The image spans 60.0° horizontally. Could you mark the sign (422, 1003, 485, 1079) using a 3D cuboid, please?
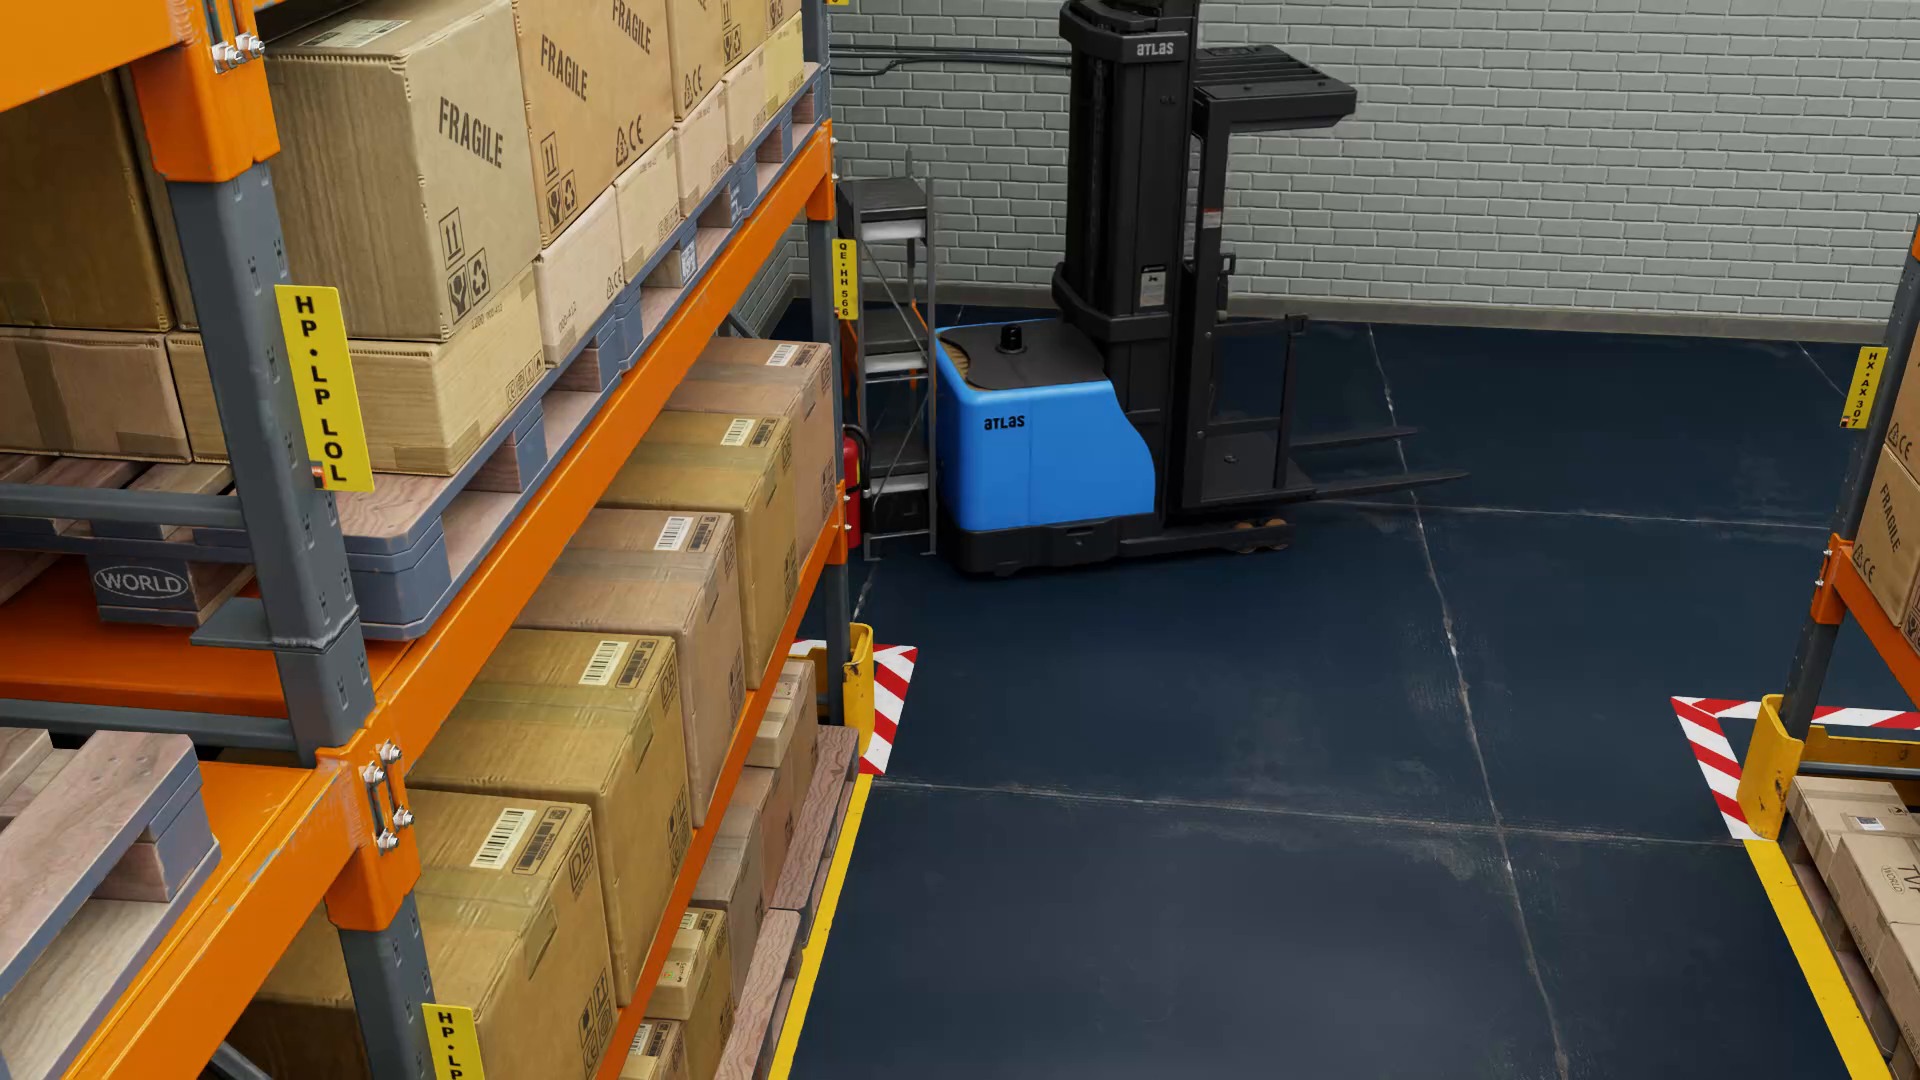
[{"bbox_3d":[-0.939,0.993,3.108,0.100,0.325,0.005,3,28,6],"label":"sign"}]

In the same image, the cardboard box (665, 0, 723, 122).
[{"bbox_3d":[-0.935,-1.414,4.370,0.500,0.500,0.500,2,28,4],"label":"cardboard box"}]

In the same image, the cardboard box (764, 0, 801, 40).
[{"bbox_3d":[-0.808,-1.895,5.262,0.500,0.500,0.500,3,28,6],"label":"cardboard box"}]

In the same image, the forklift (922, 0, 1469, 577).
[{"bbox_3d":[1.355,-1.452,8.855,3.031,2.935,1.130,-7,29,-12],"label":"forklift"}]

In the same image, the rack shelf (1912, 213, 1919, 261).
[{"bbox_3d":[3.683,-0.219,4.089,1.077,0.370,4.000,3,28,6],"label":"rack shelf"}]

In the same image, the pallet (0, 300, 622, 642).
[{"bbox_3d":[-1.368,-0.225,3.437,1.003,0.211,1.213,3,28,6],"label":"pallet"}]

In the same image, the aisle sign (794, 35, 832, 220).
[{"bbox_3d":[-0.682,-1.603,6.322,0.394,0.787,0.004,3,28,6],"label":"aisle sign"}]

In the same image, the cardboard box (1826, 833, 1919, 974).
[{"bbox_3d":[3.519,1.335,6.044,0.500,0.250,0.500,3,28,6],"label":"cardboard box"}]

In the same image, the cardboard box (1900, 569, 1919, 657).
[{"bbox_3d":[3.554,0.236,5.543,0.500,0.500,0.500,3,28,6],"label":"cardboard box"}]

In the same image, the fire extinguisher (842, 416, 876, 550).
[{"bbox_3d":[-0.512,-0.288,7.097,0.296,0.674,0.183,3,28,6],"label":"fire extinguisher"}]

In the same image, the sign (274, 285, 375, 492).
[{"bbox_3d":[-0.939,-0.219,2.455,0.100,0.325,0.005,3,28,6],"label":"sign"}]

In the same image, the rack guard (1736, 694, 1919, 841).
[{"bbox_3d":[3.919,0.980,6.904,1.175,0.500,0.348,3,28,6],"label":"rack guard"}]

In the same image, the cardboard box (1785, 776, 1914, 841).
[{"bbox_3d":[3.536,1.082,6.620,0.380,0.149,0.250,3,28,6],"label":"cardboard box"}]

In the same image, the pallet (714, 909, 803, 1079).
[{"bbox_3d":[-1.161,1.739,5.800,1.003,0.211,1.213,3,28,6],"label":"pallet"}]

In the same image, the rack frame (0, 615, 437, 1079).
[{"bbox_3d":[-1.479,1.441,3.413,1.000,3.000,0.127,3,28,6],"label":"rack frame"}]

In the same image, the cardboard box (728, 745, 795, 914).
[{"bbox_3d":[-1.037,1.044,6.342,0.700,0.500,0.500,3,28,6],"label":"cardboard box"}]

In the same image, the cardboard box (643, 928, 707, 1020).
[{"bbox_3d":[-0.999,1.328,5.131,0.380,0.149,0.250,3,28,5],"label":"cardboard box"}]

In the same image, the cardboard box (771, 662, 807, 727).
[{"bbox_3d":[-0.810,0.594,6.494,0.380,0.149,0.250,3,28,6],"label":"cardboard box"}]

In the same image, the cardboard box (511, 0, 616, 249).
[{"bbox_3d":[-1.056,-0.935,3.479,0.500,0.500,0.500,3,28,5],"label":"cardboard box"}]

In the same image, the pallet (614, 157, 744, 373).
[{"bbox_3d":[-1.216,-0.798,4.500,1.003,0.211,1.213,3,28,6],"label":"pallet"}]

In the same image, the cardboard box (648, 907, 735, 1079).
[{"bbox_3d":[-1.156,1.532,5.436,0.700,0.500,0.500,4,29,7],"label":"cardboard box"}]

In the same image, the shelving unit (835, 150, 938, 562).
[{"bbox_3d":[-0.383,-0.942,8.784,0.431,2.100,0.503,-7,29,-12],"label":"shelving unit"}]

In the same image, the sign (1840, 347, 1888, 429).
[{"bbox_3d":[3.389,-0.569,6.230,0.100,0.325,0.005,3,28,6],"label":"sign"}]

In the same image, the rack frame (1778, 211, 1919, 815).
[{"bbox_3d":[3.928,-0.156,6.377,1.000,3.000,0.127,3,28,6],"label":"rack frame"}]

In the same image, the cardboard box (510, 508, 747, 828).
[{"bbox_3d":[-1.222,0.368,5.088,0.980,0.700,0.700,2,28,4],"label":"cardboard box"}]

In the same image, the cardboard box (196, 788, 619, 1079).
[{"bbox_3d":[-1.396,1.054,3.814,0.980,0.700,0.700,4,29,7],"label":"cardboard box"}]

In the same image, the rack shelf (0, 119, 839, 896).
[{"bbox_3d":[-1.234,-0.505,4.620,1.077,0.370,4.000,3,28,6],"label":"rack shelf"}]

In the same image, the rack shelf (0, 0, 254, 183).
[{"bbox_3d":[-1.724,0.234,0.509,1.077,0.370,4.000,3,28,6],"label":"rack shelf"}]

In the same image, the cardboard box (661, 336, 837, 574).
[{"bbox_3d":[-1.041,-0.334,6.391,0.980,0.700,0.700,5,29,9],"label":"cardboard box"}]

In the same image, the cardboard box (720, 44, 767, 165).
[{"bbox_3d":[-0.878,-1.321,4.986,0.500,0.250,0.500,2,28,4],"label":"cardboard box"}]

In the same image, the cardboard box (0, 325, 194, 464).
[{"bbox_3d":[-1.628,-0.379,3.237,0.500,0.250,0.500,4,29,7],"label":"cardboard box"}]

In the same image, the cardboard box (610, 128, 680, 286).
[{"bbox_3d":[-1.001,-0.834,4.082,0.500,0.250,0.500,3,28,5],"label":"cardboard box"}]

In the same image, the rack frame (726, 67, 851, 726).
[{"bbox_3d":[-0.989,-0.442,6.908,1.000,3.000,0.127,3,28,6],"label":"rack frame"}]

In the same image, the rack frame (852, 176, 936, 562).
[{"bbox_3d":[-0.326,-0.829,8.575,0.400,2.100,0.015,-7,29,-12],"label":"rack frame"}]

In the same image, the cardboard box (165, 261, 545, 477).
[{"bbox_3d":[-1.133,-0.353,3.190,0.500,0.250,0.500,3,28,6],"label":"cardboard box"}]

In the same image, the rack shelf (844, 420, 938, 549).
[{"bbox_3d":[-0.383,-0.313,9.122,0.431,0.518,0.480,-7,29,-12],"label":"rack shelf"}]

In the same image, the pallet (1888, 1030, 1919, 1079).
[{"bbox_3d":[3.670,2.055,5.213,1.003,0.211,1.213,3,28,6],"label":"pallet"}]
